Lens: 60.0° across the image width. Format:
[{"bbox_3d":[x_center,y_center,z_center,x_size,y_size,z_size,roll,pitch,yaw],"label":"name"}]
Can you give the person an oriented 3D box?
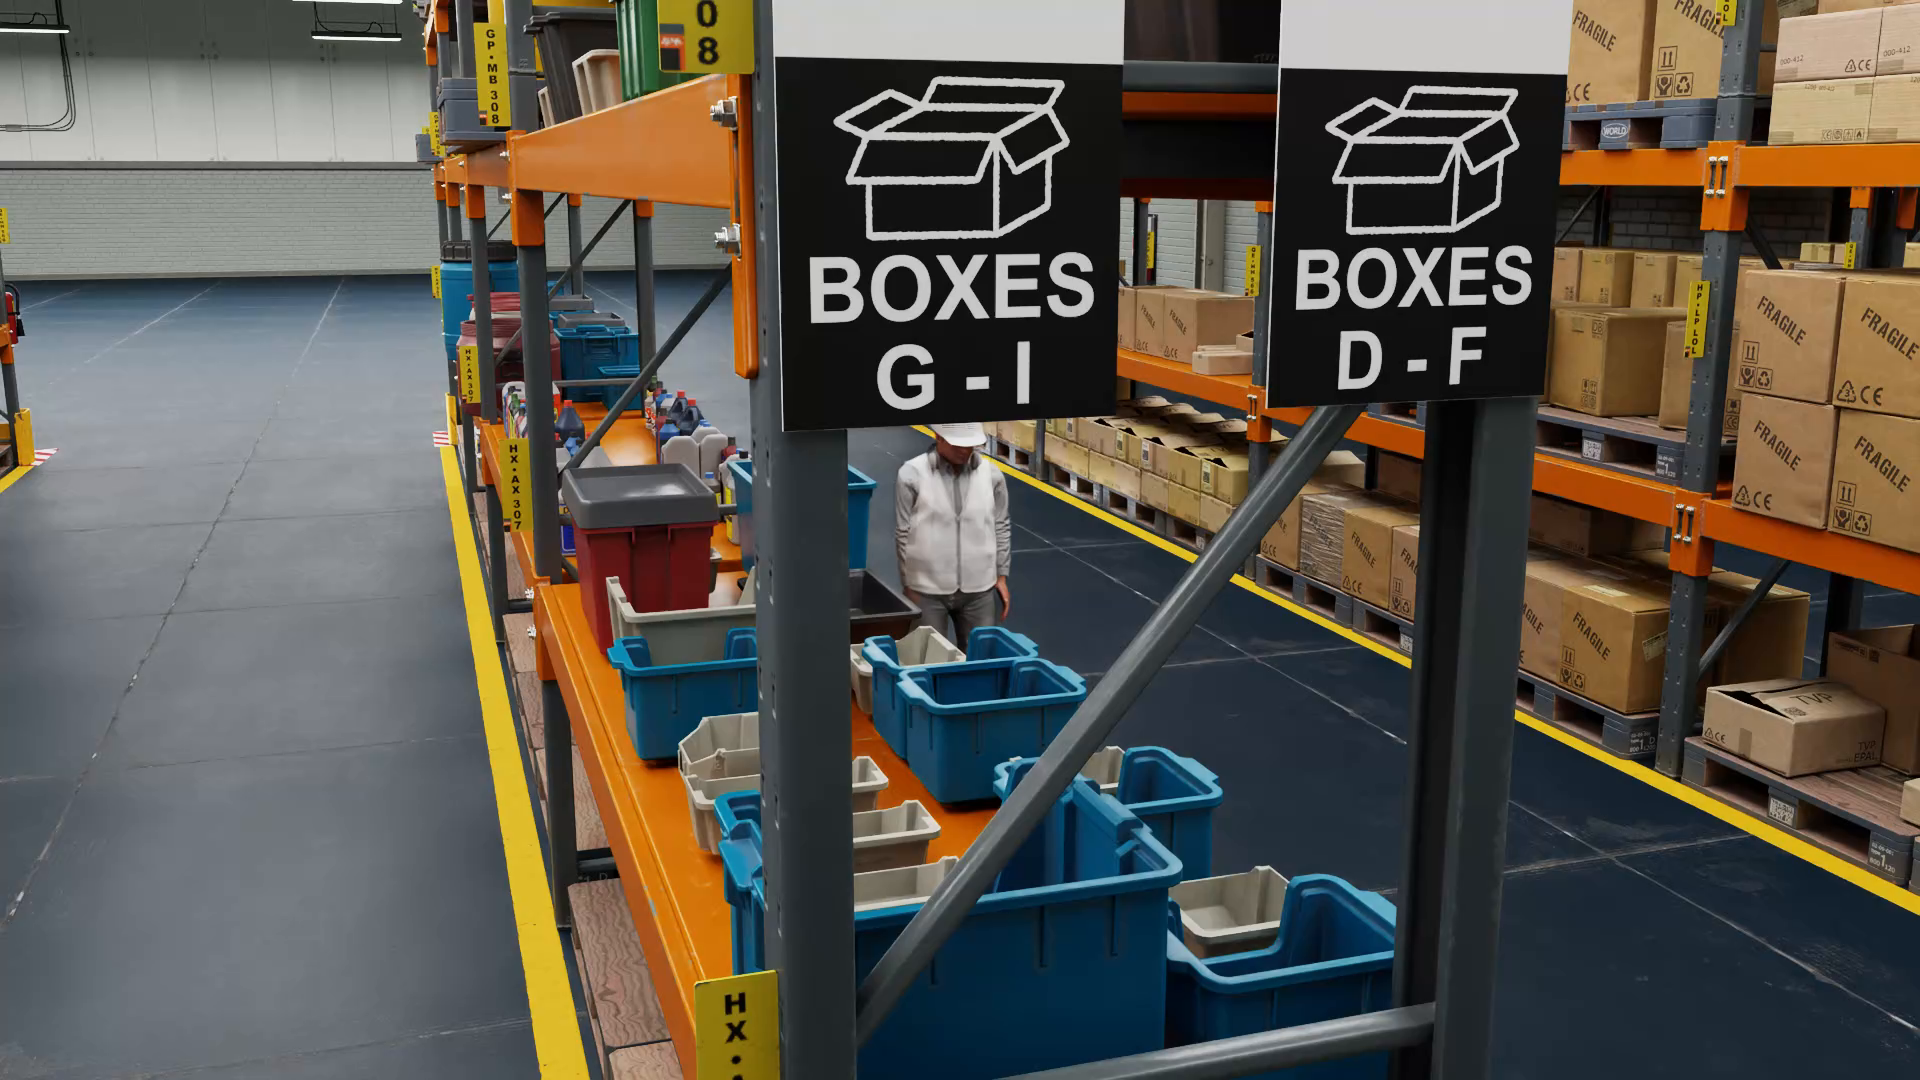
[{"bbox_3d":[-0.024,0.220,7.461,0.540,1.760,0.389,-4,13,-17],"label":"person"}]
